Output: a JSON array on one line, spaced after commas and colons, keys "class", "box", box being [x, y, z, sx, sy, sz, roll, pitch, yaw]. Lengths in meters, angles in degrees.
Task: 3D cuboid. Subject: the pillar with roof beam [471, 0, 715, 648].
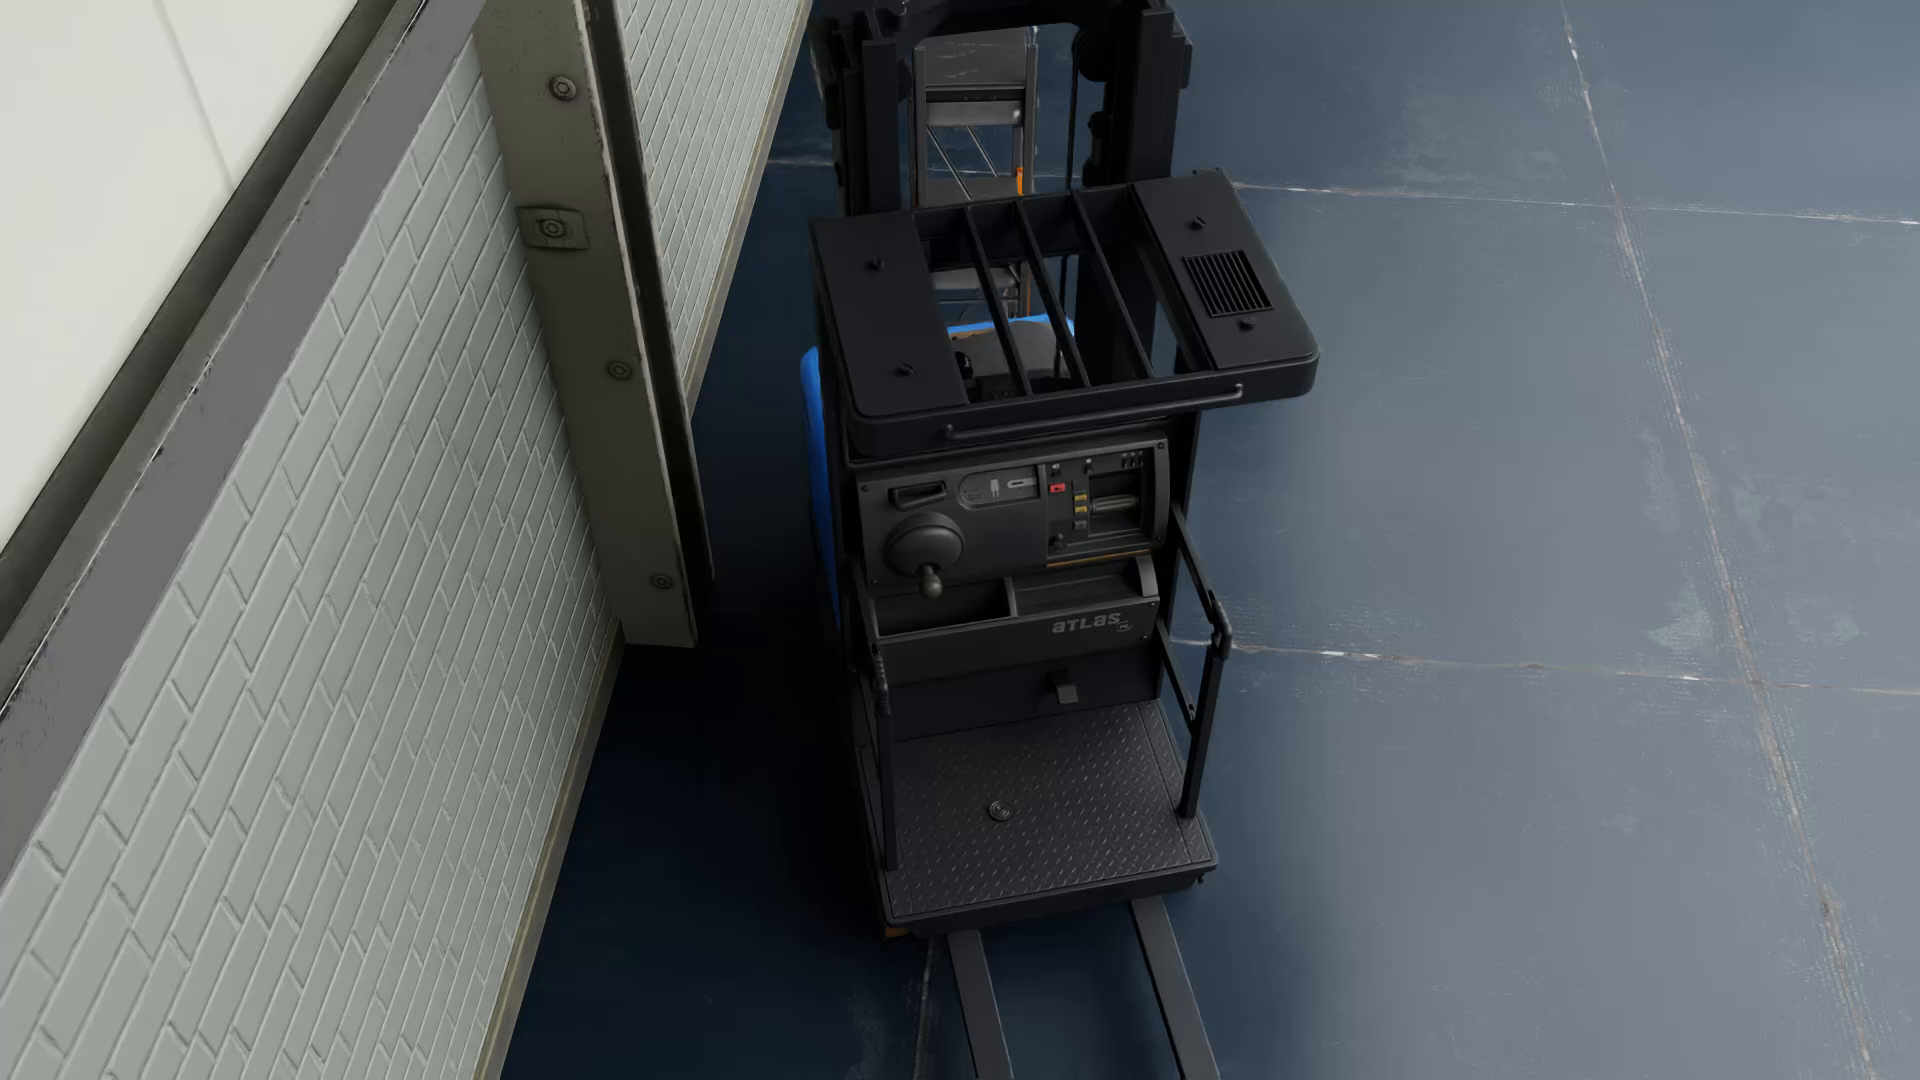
[{"class": "pillar with roof beam", "box": [3.134, -2.489, 2.954, 9.100, 9.000, 0.400, 4, 48, 4]}]

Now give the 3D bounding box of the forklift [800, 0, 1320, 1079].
[{"class": "forklift", "box": [0.209, 0.028, 4.764, 1.130, 2.935, 3.031, -9, 48, -8]}]

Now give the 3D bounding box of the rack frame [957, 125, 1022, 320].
[{"class": "rack frame", "box": [0.032, -1.249, 6.496, 0.400, 2.100, 0.015, -2, 48, -2]}]

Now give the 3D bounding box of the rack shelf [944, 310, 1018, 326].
[{"class": "rack shelf", "box": [0.042, -0.588, 6.858, 0.431, 0.518, 0.480, -2, 48, -2]}]

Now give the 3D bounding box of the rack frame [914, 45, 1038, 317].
[{"class": "rack frame", "box": [0.052, -0.889, 6.167, 0.400, 2.100, 0.015, -2, 48, -2]}]

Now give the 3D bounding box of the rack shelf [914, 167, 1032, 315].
[{"class": "rack shelf", "box": [0.042, -1.060, 6.341, 0.431, 0.518, 0.480, -2, 48, -2]}]

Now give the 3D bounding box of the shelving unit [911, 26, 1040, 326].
[{"class": "shelving unit", "box": [0.042, -1.069, 6.331, 0.431, 2.100, 0.503, -2, 48, -2]}]

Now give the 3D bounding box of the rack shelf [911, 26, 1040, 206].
[{"class": "rack shelf", "box": [0.042, -1.533, 5.825, 0.431, 0.518, 0.480, -2, 48, -2]}]
